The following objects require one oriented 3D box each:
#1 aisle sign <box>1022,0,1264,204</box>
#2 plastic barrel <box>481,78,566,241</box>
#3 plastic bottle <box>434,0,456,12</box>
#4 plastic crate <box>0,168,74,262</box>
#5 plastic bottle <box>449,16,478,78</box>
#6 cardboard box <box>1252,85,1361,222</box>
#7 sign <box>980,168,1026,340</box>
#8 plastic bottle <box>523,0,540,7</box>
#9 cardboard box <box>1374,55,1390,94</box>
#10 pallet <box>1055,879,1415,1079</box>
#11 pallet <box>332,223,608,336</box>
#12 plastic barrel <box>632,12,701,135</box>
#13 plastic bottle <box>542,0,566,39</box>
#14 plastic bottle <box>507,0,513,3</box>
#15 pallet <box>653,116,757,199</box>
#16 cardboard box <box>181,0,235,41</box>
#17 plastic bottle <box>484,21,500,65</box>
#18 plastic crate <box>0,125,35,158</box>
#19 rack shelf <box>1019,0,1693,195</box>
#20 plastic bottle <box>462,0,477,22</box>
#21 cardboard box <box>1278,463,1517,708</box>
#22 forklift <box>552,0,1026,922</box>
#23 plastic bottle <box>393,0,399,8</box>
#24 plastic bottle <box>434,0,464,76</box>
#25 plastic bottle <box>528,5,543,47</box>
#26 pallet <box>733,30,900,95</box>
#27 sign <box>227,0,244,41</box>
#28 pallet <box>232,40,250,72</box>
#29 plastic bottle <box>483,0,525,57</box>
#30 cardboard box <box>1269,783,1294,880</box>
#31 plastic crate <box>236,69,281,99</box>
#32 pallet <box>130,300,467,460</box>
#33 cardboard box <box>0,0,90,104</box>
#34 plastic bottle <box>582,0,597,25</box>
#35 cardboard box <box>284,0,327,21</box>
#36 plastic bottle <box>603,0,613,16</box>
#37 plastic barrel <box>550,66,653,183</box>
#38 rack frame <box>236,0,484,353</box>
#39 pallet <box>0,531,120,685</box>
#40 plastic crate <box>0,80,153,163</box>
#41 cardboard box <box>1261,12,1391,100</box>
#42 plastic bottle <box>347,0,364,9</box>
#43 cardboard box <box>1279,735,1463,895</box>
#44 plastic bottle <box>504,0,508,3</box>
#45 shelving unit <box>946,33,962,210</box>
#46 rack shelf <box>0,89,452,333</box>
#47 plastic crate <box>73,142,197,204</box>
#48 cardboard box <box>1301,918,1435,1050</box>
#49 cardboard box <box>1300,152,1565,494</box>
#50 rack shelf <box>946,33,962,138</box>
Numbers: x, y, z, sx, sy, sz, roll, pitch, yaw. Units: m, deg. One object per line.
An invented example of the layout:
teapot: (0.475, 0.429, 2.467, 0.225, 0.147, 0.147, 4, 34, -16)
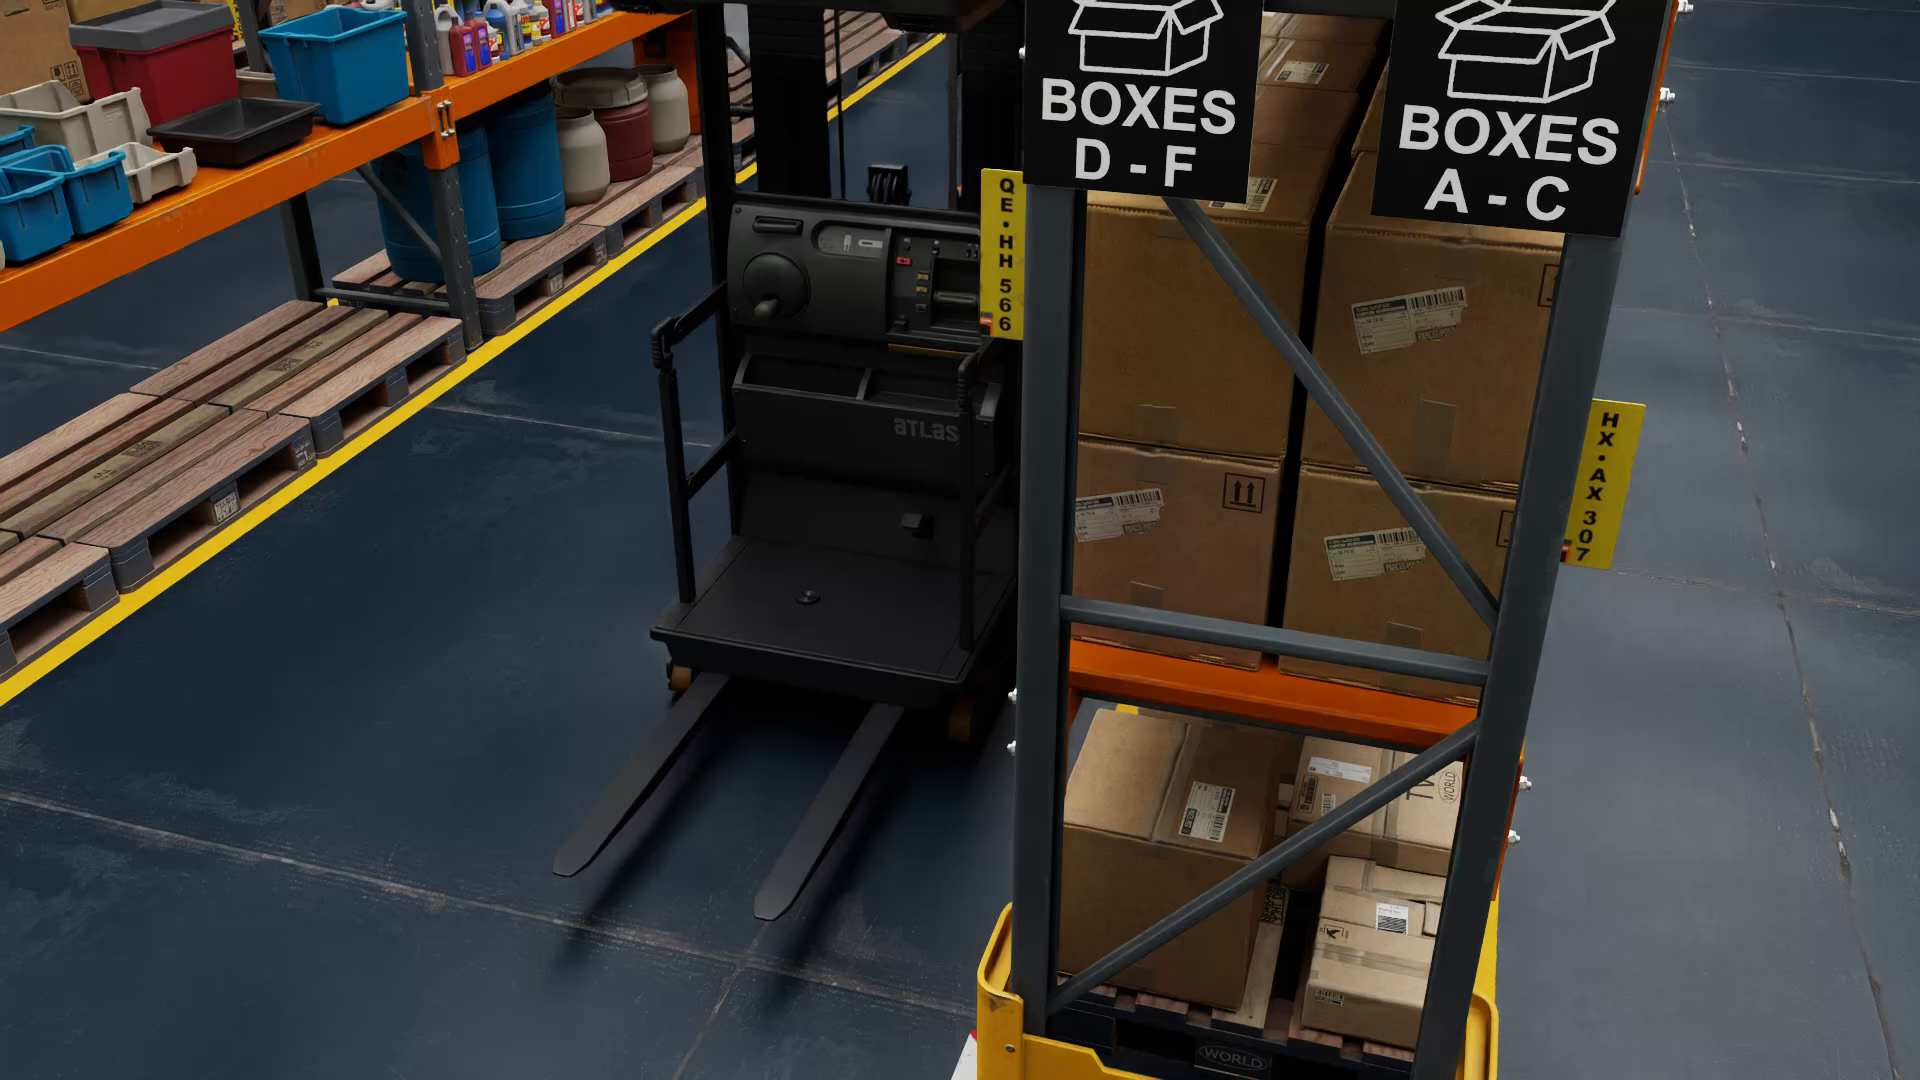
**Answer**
aisle sign: (0.299, -0.944, 2.686, 0.394, 0.787, 0.004, 8, 30, 15)
plastic barrel: (-2.565, -2.209, 9.362, 0.600, 0.901, 0.708, 8, 30, 15)
plastic bottle: (-2.799, -2.881, 8.893, 0.144, 0.351, 0.185, 8, 30, 15)
plastic crate: (-3.349, -1.137, 5.818, 0.416, 0.233, 0.300, 8, 30, 15)
plastic bottle: (-2.433, -2.421, 8.137, 0.061, 0.283, 0.133, 8, 30, 15)
cardboard box: (0.627, -0.757, 3.894, 0.500, 0.500, 0.500, 9, 30, 16)
sign: (0.087, -0.528, 3.098, 0.100, 0.325, 0.005, 8, 30, 15)
plastic bottle: (-2.322, -2.921, 9.044, 0.152, 0.276, 0.135, 8, 30, 15)
cardboard box: (1.292, -0.921, 4.188, 0.500, 0.500, 0.500, 9, 30, 16)
pallet: (0.867, 1.017, 4.704, 1.003, 0.211, 1.213, 8, 30, 15)
pallet: (-2.682, -1.497, 9.224, 1.003, 0.211, 1.213, 8, 30, 15)
plastic barrel: (-1.902, -3.227, 11.266, 0.600, 0.830, 0.708, 8, 30, 15)
plastic bottle: (-2.172, -2.834, 8.879, 0.061, 0.283, 0.133, 8, 30, 15)
plastic bottle: (-2.668, -3.327, 9.696, 0.144, 0.351, 0.185, 8, 30, 15)
pallet: (-1.966, -2.631, 11.262, 1.003, 0.211, 1.213, 8, 30, 15)
cardboard box: (-6.332, -4.343, 13.590, 0.700, 0.500, 0.500, 7, 30, 12)
plastic bottle: (-2.377, -2.504, 8.370, 0.097, 0.201, 0.097, 0, 29, 0)
plastic crate: (-3.765, -1.448, 6.378, 0.416, 0.233, 0.300, 8, 30, 15)
rack shelf: (1.199, -1.721, 4.413, 1.077, 0.370, 4.000, 8, 30, 15)
plastic bottle: (-2.722, -2.993, 9.178, 0.097, 0.271, 0.097, 0, 29, 0)
cardboard box: (0.994, -0.008, 3.576, 0.500, 0.500, 0.500, 9, 30, 16)
forklift: (-0.374, -0.816, 5.203, 1.130, 2.935, 3.031, 8, 30, 15)
plastic bottle: (-2.991, -2.815, 8.776, 0.144, 0.351, 0.185, 8, 30, 15)
plastic bottle: (-2.523, -2.477, 8.169, 0.144, 0.351, 0.185, 8, 30, 15)
plastic bottle: (-2.252, -2.702, 8.726, 0.097, 0.201, 0.097, 0, 29, 0)
pallet: (-1.150, -3.923, 13.585, 1.003, 0.211, 1.213, 8, 30, 15)
sign: (-3.474, -2.563, 7.987, 0.100, 0.325, 0.005, 8, 30, 15)
pallet: (-6.278, -4.073, 13.854, 1.003, 0.211, 1.213, 8, 30, 15)
plastic bottle: (-2.341, -2.639, 8.537, 0.152, 0.276, 0.135, 8, 30, 15)
cardboard box: (0.741, 0.787, 4.711, 0.380, 0.166, 0.250, 8, 30, 15)
plastic crate: (-3.222, -2.078, 7.609, 0.396, 0.136, 0.243, 8, 30, 15)
pallet: (-3.127, -0.797, 7.966, 1.003, 0.211, 1.213, 8, 30, 15)
cardboard box: (-7.001, -3.453, 11.625, 1.225, 0.875, 0.875, 9, 30, 15)
plastic bottle: (-2.109, -3.008, 9.198, 0.152, 0.276, 0.135, 8, 30, 15)
cardboard box: (-6.021, -4.867, 14.532, 0.700, 0.500, 0.500, 11, 31, 19)
plastic bottle: (-2.020, -3.101, 9.371, 0.097, 0.271, 0.097, 0, 29, 0)
plastic barrel: (-2.233, -2.597, 10.381, 0.600, 0.588, 0.708, 8, 30, 15)
rack frame: (-2.948, -2.363, 7.912, 1.000, 3.000, 0.127, 8, 30, 15)
pallet: (-3.843, 0.337, 5.927, 1.003, 0.211, 1.213, 8, 30, 15)
plastic crate: (-3.573, -1.654, 6.698, 0.437, 0.282, 0.530, 8, 30, 15)
cardboard box: (0.925, -1.237, 4.757, 0.500, 0.500, 0.500, 9, 30, 16)
plastic bottle: (-3.118, -2.655, 8.558, 0.061, 0.283, 0.133, 8, 30, 15)
cardboard box: (1.189, 0.769, 4.657, 0.500, 0.250, 0.500, 8, 30, 15)
plastic bottle: (-2.674, -3.222, 9.588, 0.097, 0.271, 0.097, 0, 29, 0)
shelving unit: (0.222, -1.269, 6.872, 0.431, 2.100, 0.503, 8, 30, 15)
rack shelf: (-3.536, -1.119, 6.416, 1.077, 0.370, 4.000, 8, 30, 15)
plastic crate: (-3.172, -1.422, 6.430, 0.293, 0.136, 0.466, 8, 30, 15)
cardboard box: (1.063, 1.113, 4.145, 0.380, 0.149, 0.250, 8, 30, 15)
cardboard box: (0.994, -0.445, 3.332, 0.500, 0.500, 0.500, 9, 30, 16)
rack shelf: (0.222, -1.869, 6.538, 0.431, 0.518, 0.480, 8, 30, 15)
